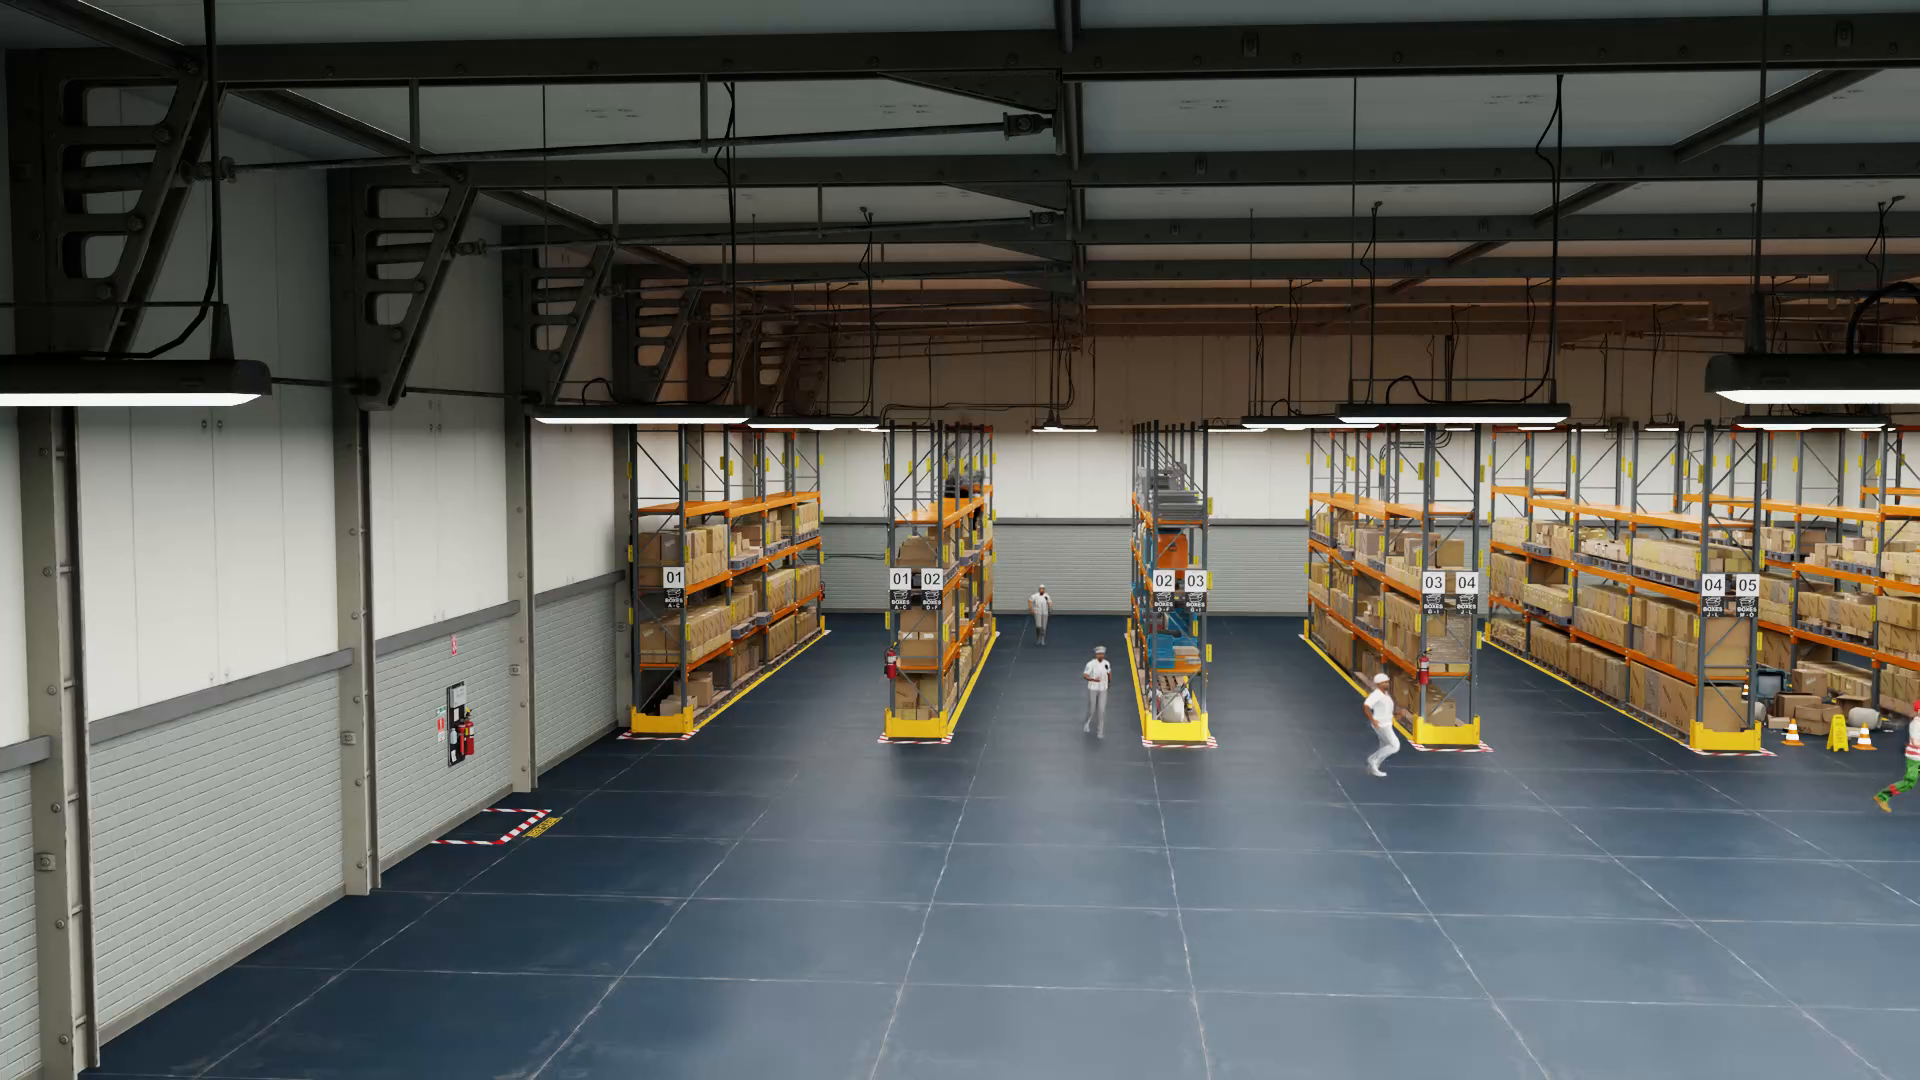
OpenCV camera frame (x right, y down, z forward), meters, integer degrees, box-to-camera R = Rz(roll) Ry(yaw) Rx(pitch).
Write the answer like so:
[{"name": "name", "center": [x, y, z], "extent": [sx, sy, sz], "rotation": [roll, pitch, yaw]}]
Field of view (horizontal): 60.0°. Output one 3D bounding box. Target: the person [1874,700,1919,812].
[{"name": "person", "center": [14.194, 3.257, 24.706], "extent": [0.672, 1.799, 1.003], "rotation": [-3, 5, -43]}]

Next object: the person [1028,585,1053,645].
[{"name": "person", "center": [2.213, 2.046, 45.254], "extent": [0.644, 1.638, 0.709], "rotation": [-1, 4, -11]}]

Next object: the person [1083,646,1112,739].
[{"name": "person", "center": [2.629, 2.874, 31.656], "extent": [0.593, 1.729, 0.816], "rotation": [-1, 4, -9]}]

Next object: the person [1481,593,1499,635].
[{"name": "person", "center": [15.302, 1.937, 47.571], "extent": [0.751, 1.594, 0.576], "rotation": [0, 4, 8]}]

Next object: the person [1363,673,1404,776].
[{"name": "person", "center": [7.096, 3.092, 27.765], "extent": [0.603, 1.720, 0.689], "rotation": [2, 4, 27]}]
